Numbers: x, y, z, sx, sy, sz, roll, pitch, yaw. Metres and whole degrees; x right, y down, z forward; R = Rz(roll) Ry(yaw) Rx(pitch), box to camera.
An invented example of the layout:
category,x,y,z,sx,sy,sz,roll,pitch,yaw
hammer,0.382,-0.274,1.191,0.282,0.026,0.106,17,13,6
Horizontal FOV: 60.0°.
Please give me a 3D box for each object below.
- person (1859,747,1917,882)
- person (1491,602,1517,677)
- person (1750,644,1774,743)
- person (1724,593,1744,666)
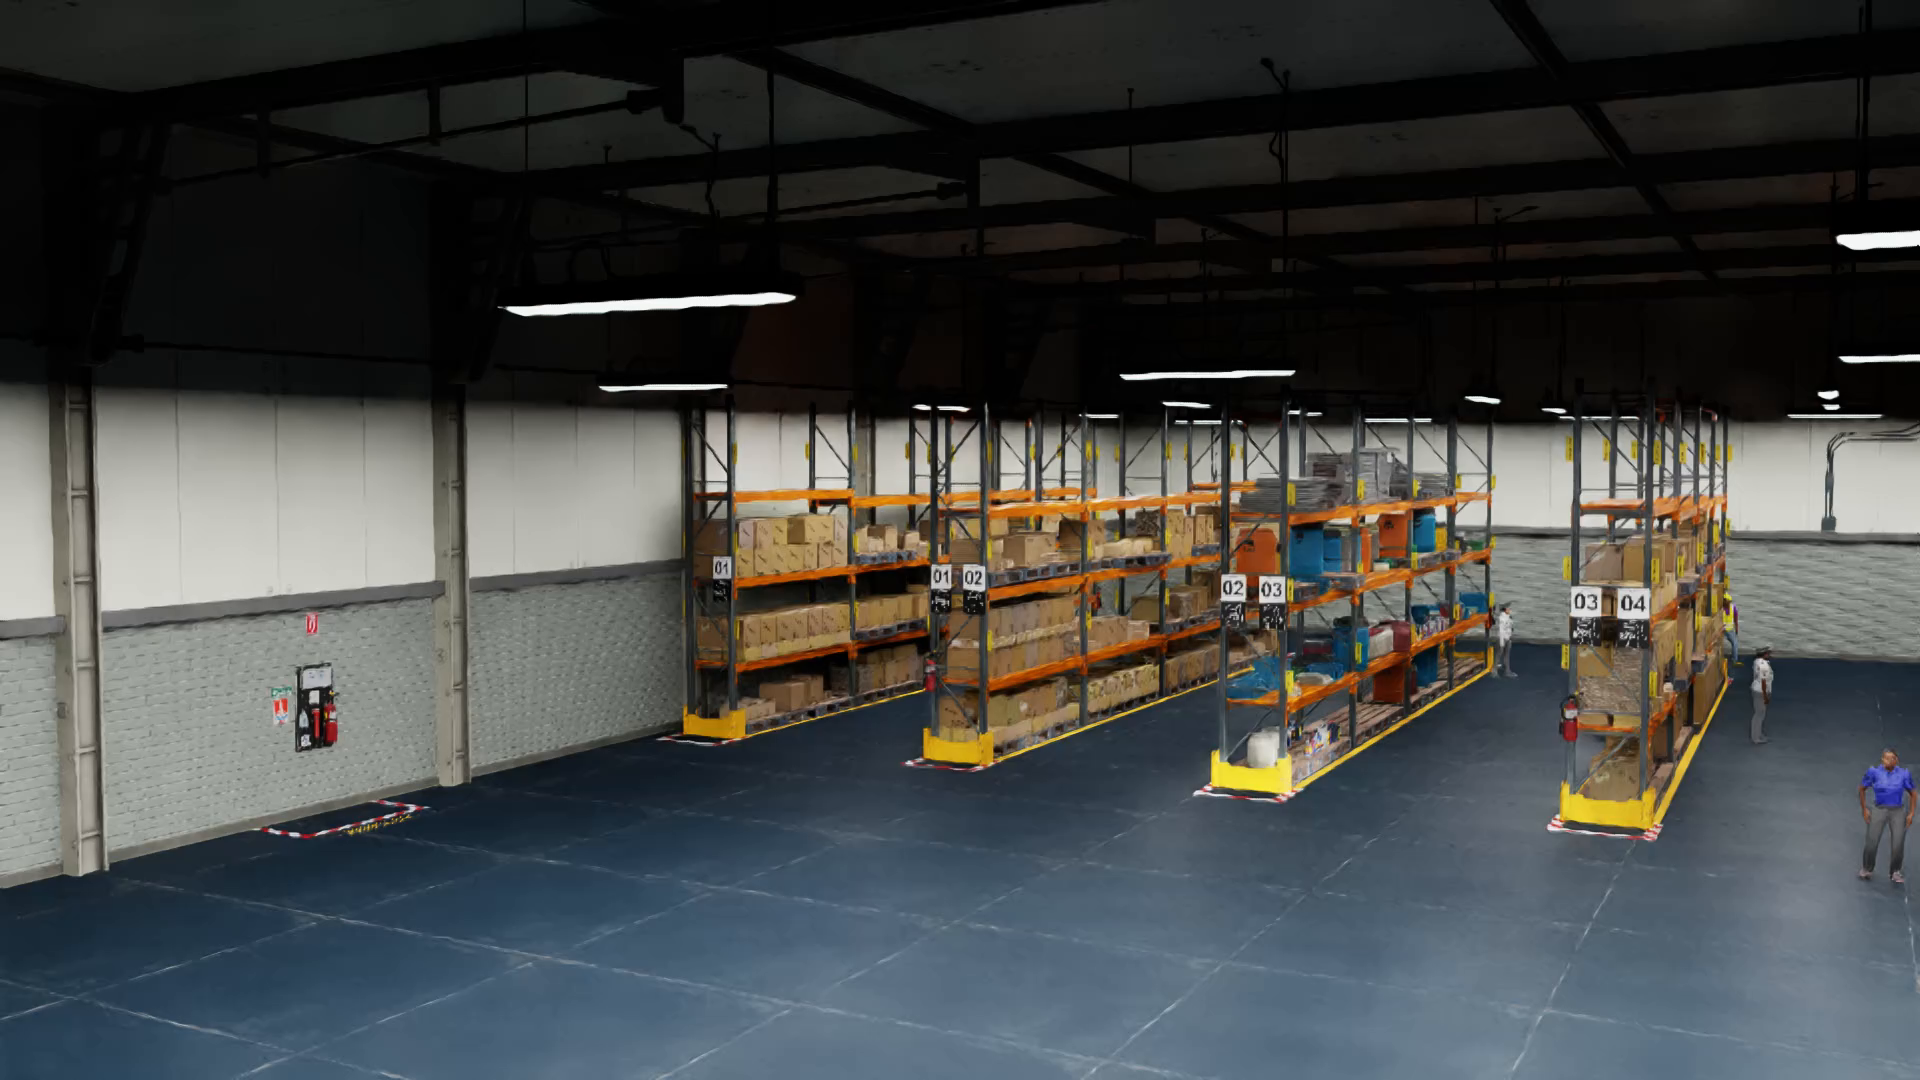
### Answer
category,x,y,z,sx,sy,sz,roll,pitch,yaw
person,10.802,3.186,19.377,0.592,1.604,0.513,2,3,27
person,12.133,2.212,37.086,0.486,1.670,0.576,2,4,34
person,13.834,2.636,28.683,0.367,1.682,0.593,1,3,15
person,17.964,2.087,39.085,0.712,1.695,0.831,1,3,10
